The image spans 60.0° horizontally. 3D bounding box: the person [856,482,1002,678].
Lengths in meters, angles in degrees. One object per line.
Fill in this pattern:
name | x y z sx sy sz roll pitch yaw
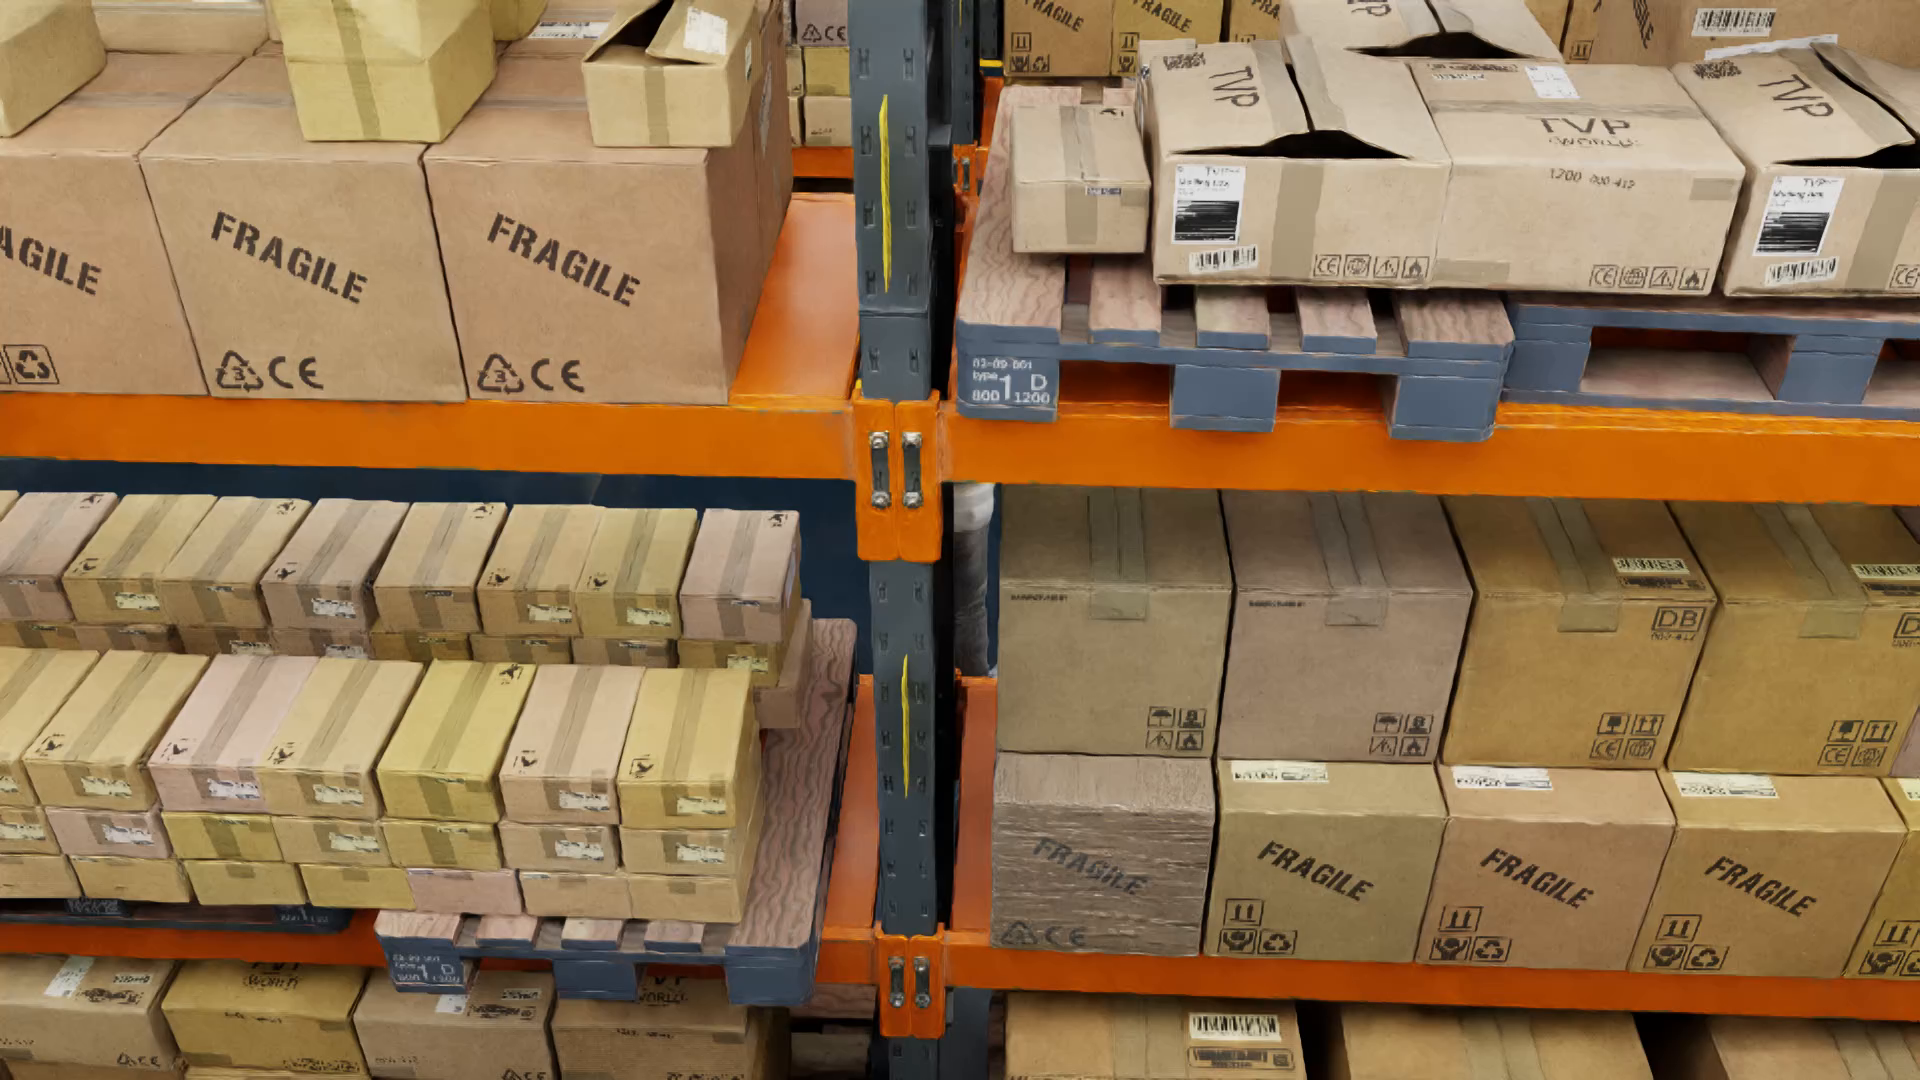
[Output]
person | -0.068 -0.112 6.234 0.650 1.774 0.386 -5 36 -7
